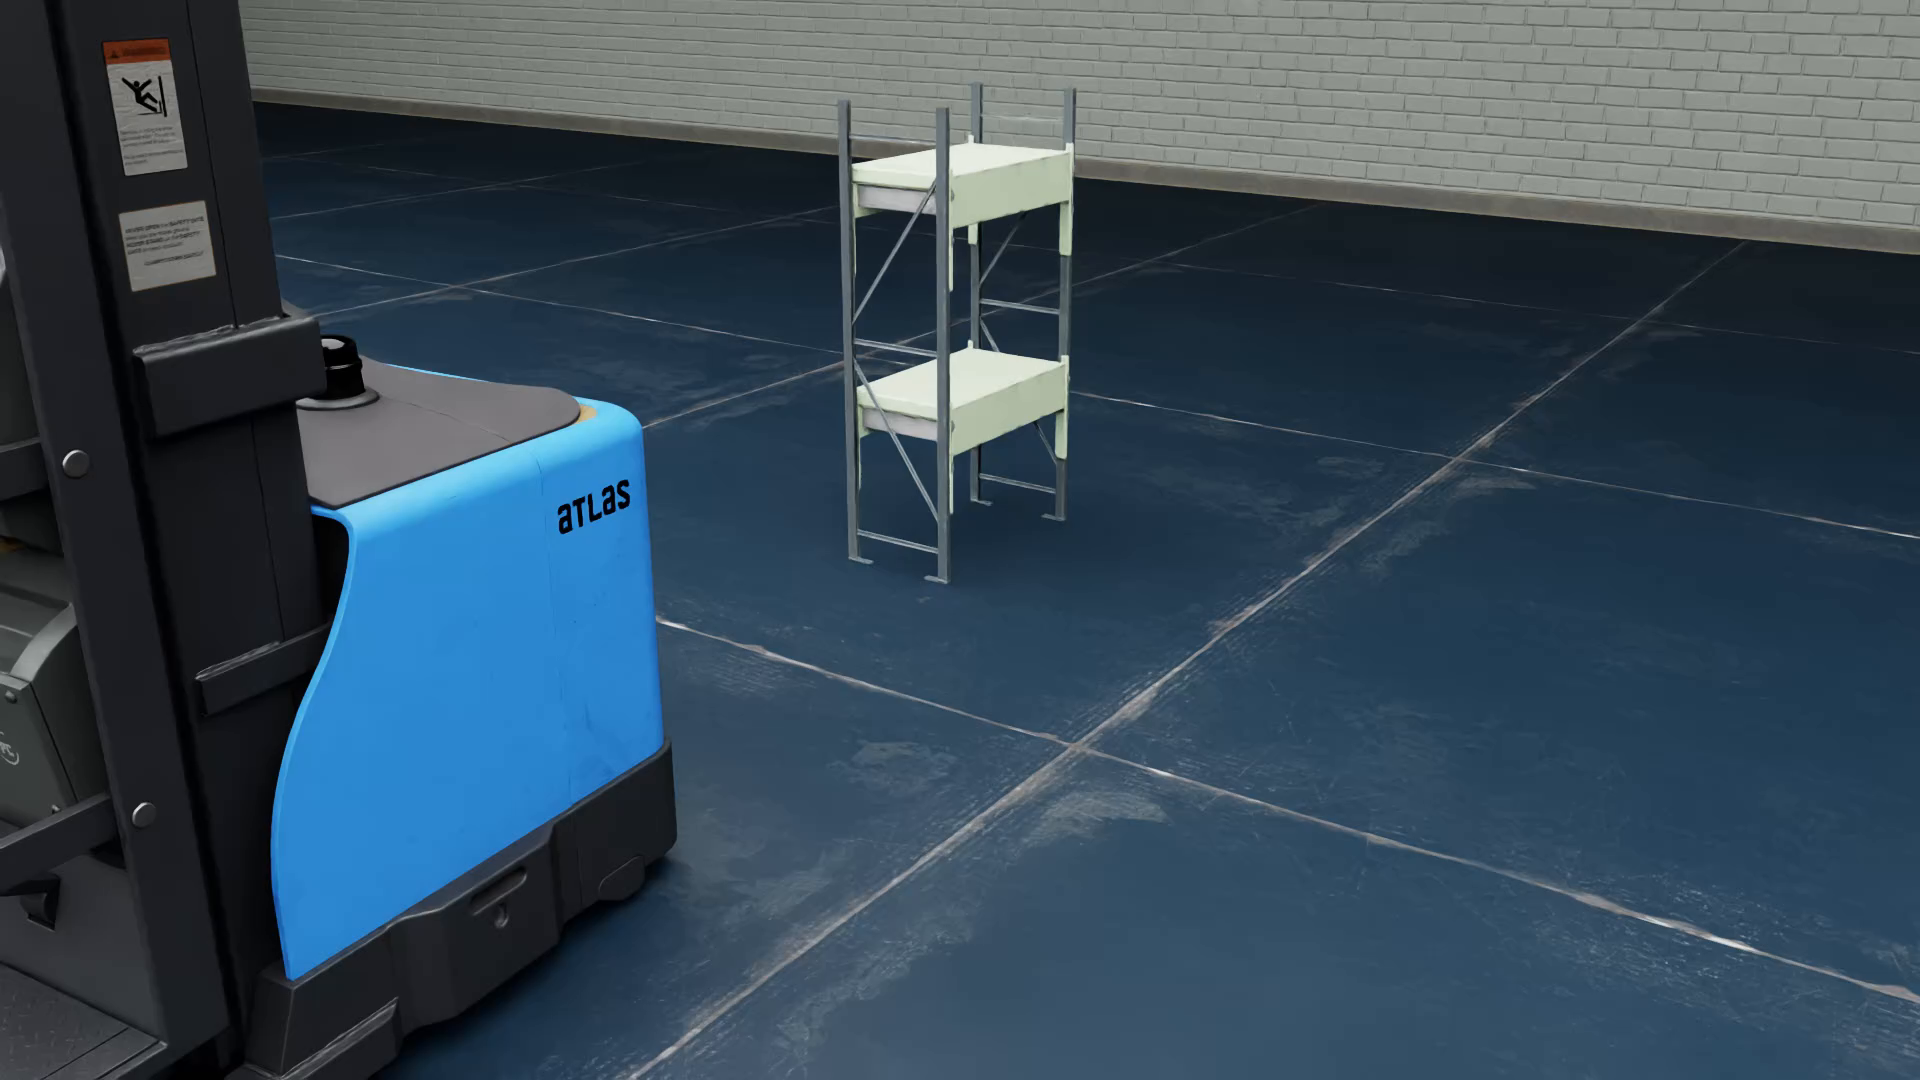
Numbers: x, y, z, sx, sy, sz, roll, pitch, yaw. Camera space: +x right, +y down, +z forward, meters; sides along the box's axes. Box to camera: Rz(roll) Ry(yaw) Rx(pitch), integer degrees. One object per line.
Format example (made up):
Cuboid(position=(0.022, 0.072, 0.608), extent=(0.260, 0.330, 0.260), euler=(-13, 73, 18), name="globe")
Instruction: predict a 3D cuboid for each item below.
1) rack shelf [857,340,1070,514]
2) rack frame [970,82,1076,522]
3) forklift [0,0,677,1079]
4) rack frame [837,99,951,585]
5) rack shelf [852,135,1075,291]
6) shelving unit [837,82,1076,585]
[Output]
Cuboid(position=(0.004, -0.400, 5.623), extent=(0.431, 0.370, 0.720), euler=(13, 24, 32), name="rack shelf")
Cuboid(position=(0.209, -0.810, 5.794), extent=(0.400, 1.500, 0.023), euler=(13, 24, 32), name="rack frame")
Cuboid(position=(-1.806, -0.282, 2.303), extent=(1.130, 2.935, 3.031), euler=(11, 23, 28), name="forklift")
Cuboid(position=(-0.202, -0.600, 5.226), extent=(0.400, 1.500, 0.023), euler=(13, 24, 32), name="rack frame")
Cuboid(position=(0.004, -1.071, 5.375), extent=(0.431, 0.370, 0.720), euler=(13, 24, 32), name="rack shelf")
Cuboid(position=(0.004, -0.705, 5.510), extent=(0.431, 1.500, 0.755), euler=(13, 24, 32), name="shelving unit")
